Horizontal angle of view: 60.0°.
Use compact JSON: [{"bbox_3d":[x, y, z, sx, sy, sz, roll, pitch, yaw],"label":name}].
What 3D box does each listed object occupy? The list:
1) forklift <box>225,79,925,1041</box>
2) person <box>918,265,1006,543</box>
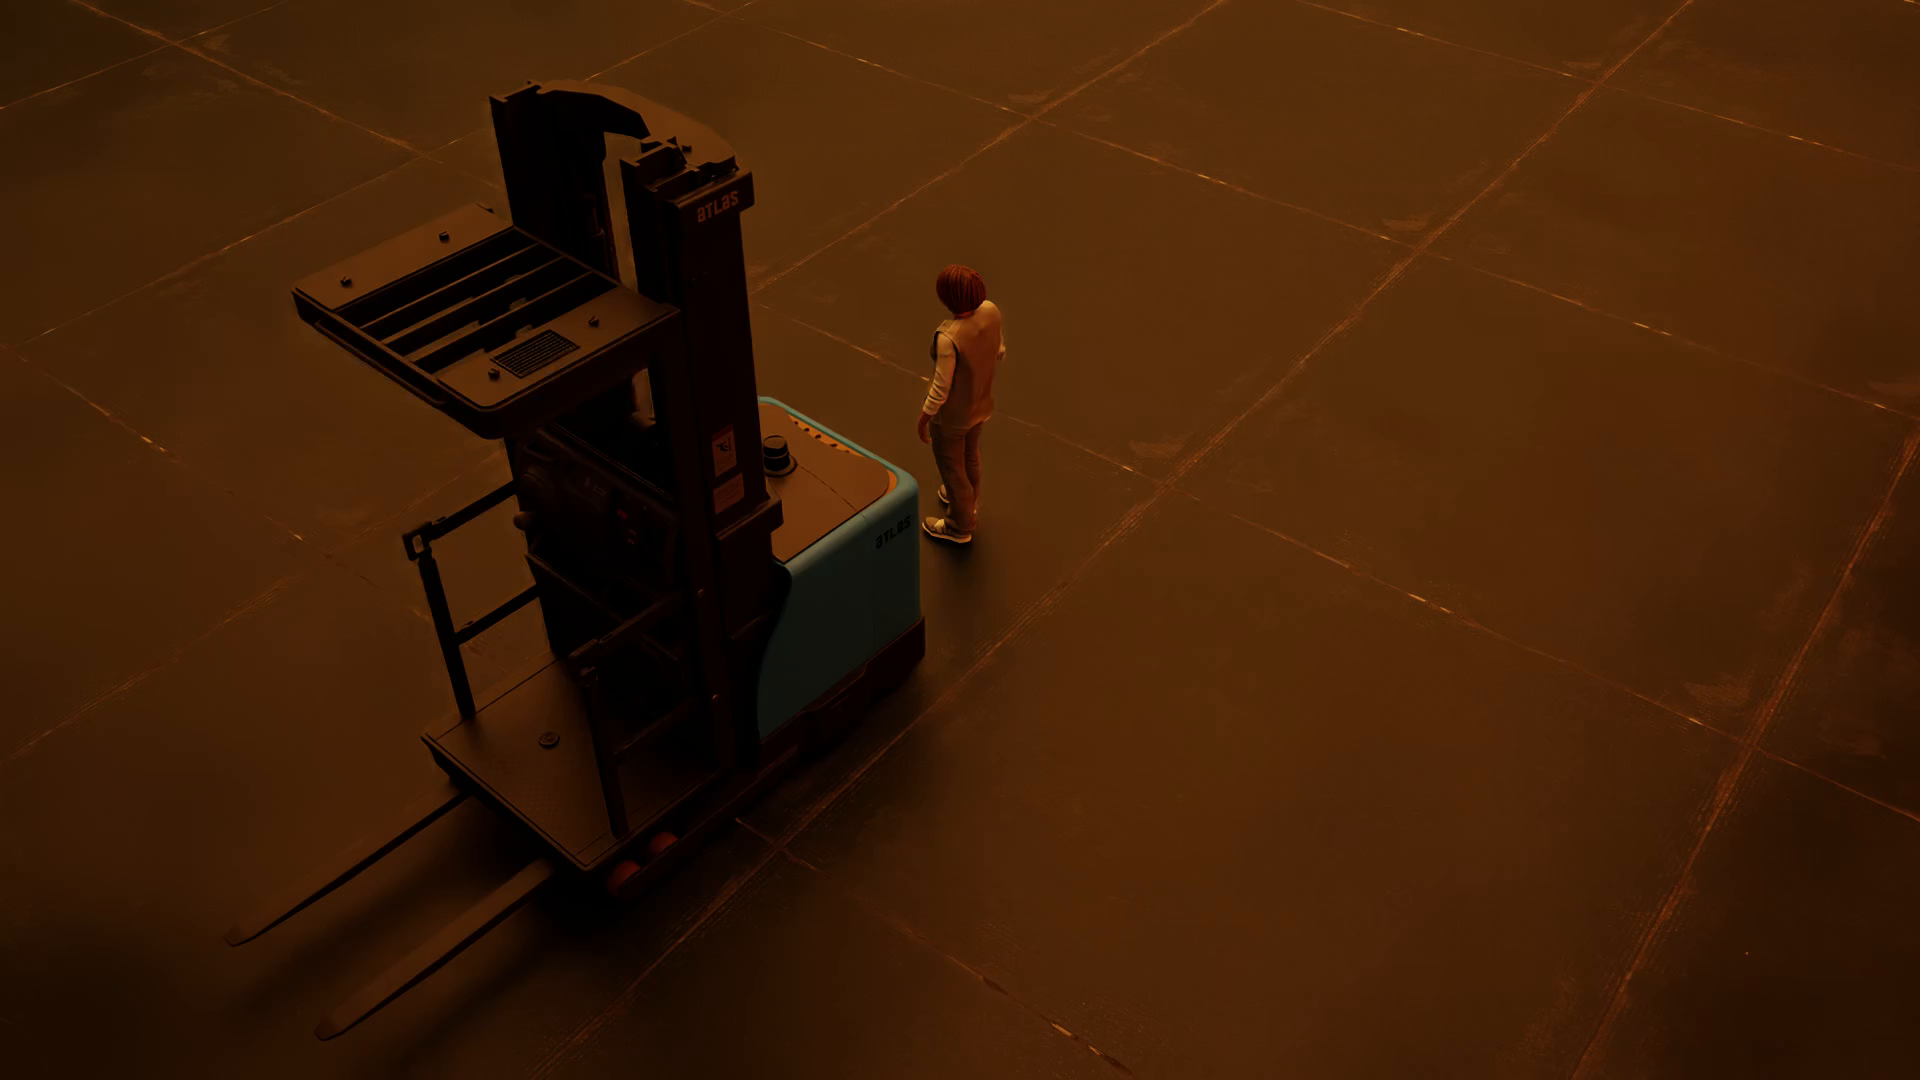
[{"bbox_3d":[-1.511,-0.045,6.128,1.130,2.935,3.031,30,49,30],"label":"forklift"},{"bbox_3d":[-0.058,-0.652,7.858,0.482,1.598,0.505,30,49,30],"label":"person"}]
